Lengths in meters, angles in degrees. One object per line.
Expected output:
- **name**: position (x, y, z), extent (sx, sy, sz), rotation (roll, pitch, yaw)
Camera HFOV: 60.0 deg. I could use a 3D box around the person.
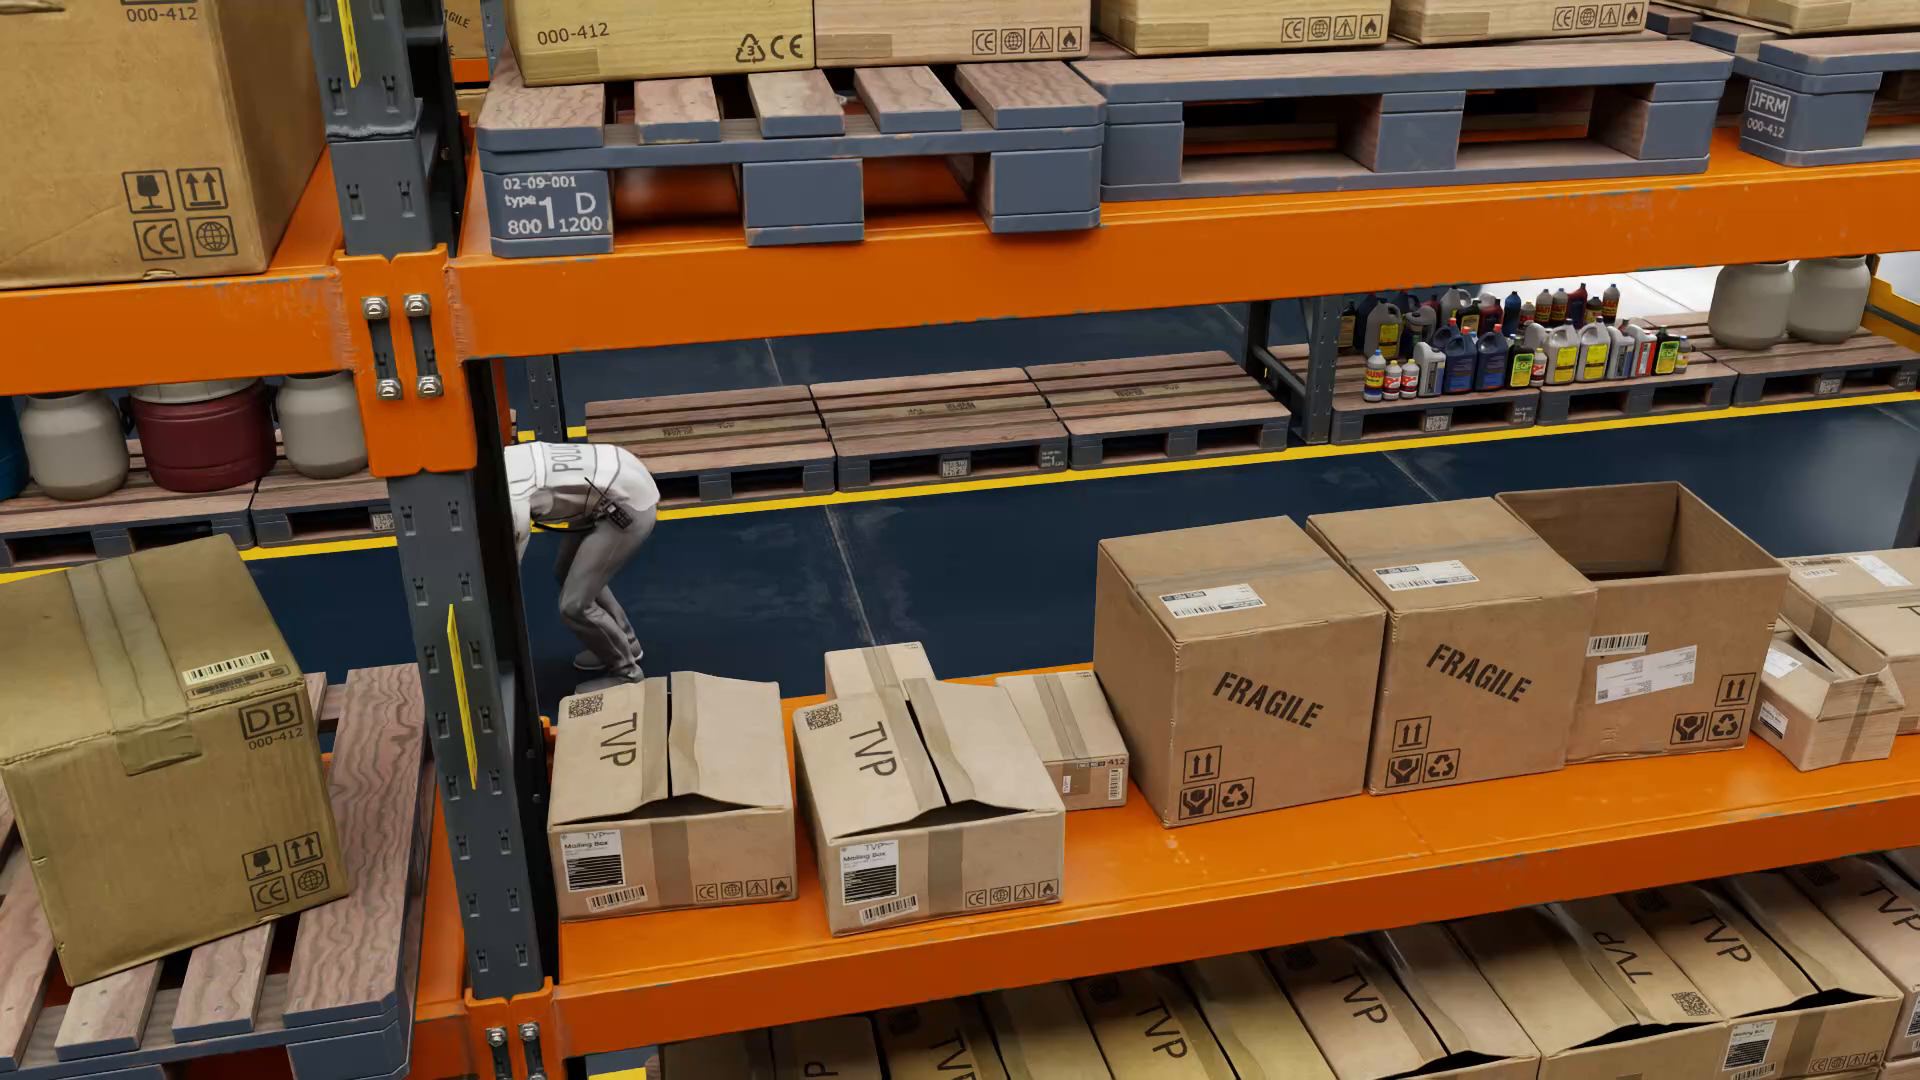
- **person**: position (-1.624, 0.080, 6.533), extent (0.915, 1.148, 0.440), rotation (-7, 28, -14)
